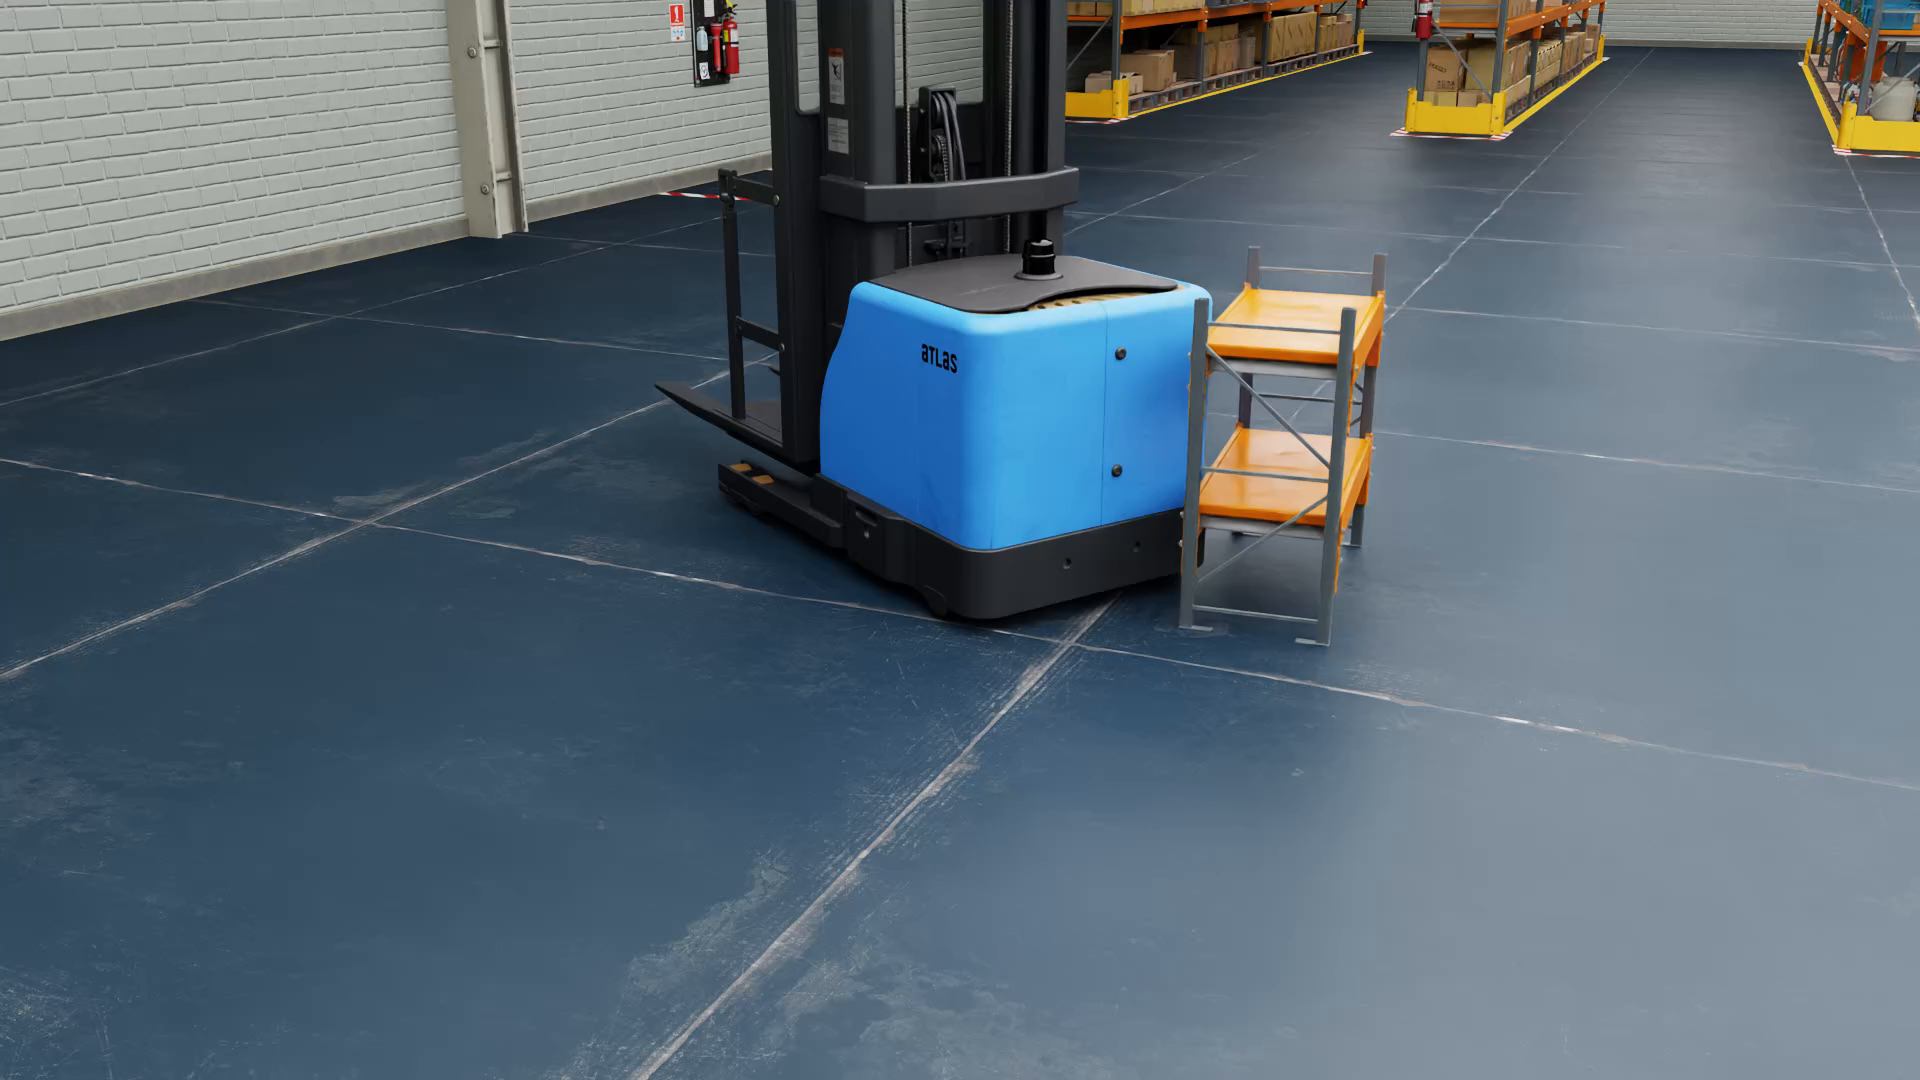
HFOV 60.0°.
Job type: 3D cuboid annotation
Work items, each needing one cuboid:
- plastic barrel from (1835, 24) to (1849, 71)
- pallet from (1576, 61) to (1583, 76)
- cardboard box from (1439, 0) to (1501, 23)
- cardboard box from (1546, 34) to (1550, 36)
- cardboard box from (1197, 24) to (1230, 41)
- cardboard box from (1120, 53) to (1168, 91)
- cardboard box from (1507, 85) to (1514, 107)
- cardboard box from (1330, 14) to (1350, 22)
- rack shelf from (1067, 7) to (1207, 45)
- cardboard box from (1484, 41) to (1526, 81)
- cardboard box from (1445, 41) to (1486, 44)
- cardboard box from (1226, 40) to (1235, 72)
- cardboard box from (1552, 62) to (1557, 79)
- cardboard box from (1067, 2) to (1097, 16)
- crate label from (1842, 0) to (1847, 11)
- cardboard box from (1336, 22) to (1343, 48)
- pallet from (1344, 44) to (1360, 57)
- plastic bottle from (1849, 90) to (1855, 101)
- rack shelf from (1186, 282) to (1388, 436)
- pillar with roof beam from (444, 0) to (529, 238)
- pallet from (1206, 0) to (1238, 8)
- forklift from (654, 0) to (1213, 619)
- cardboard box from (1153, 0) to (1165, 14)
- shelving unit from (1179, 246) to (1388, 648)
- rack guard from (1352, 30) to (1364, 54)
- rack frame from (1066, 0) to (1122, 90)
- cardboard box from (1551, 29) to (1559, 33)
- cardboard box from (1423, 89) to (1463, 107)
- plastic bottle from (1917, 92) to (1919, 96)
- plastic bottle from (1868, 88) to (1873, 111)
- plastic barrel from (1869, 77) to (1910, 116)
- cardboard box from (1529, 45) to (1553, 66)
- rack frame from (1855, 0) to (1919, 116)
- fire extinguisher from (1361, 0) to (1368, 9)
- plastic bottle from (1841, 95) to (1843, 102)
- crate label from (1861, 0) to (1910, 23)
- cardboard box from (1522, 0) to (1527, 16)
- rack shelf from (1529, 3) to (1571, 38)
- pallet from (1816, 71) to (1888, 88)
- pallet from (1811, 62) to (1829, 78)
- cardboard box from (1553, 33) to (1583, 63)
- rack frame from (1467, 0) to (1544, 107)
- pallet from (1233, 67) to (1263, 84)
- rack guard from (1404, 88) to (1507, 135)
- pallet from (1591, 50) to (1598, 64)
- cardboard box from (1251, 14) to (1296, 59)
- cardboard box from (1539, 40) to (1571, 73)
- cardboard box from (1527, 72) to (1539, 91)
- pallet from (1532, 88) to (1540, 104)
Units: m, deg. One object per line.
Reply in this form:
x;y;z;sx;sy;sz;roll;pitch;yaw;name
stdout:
15.109;-8.364;28.015;0.600;0.901;0.708;9;21;23;plastic barrel
10.821;-8.648;30.471;1.003;0.211;1.213;9;21;23;pallet
6.408;-6.735;20.782;0.700;0.500;0.500;9;21;23;cardboard box
10.279;-8.814;29.851;0.500;0.500;0.500;9;21;23;cardboard box
4.217;-8.504;27.858;0.500;0.250;0.500;8;21;22;cardboard box
2.630;-6.846;24.317;0.700;0.500;0.500;7;21;19;cardboard box
7.035;-5.889;22.029;0.500;0.250;0.500;9;21;23;cardboard box
8.051;-11.073;35.263;0.380;0.149;0.250;9;22;24;cardboard box
2.504;-7.498;24.150;1.077;0.370;4.000;9;21;23;rack shelf
7.436;-6.549;22.766;0.500;0.500;0.500;9;21;23;cardboard box
6.959;-6.621;22.968;0.500;0.500;0.500;9;21;23;cardboard box
4.219;-8.176;28.057;0.700;0.500;0.500;8;21;22;cardboard box
9.281;-7.543;26.679;0.500;0.250;0.500;8;21;22;cardboard box
1.699;-7.334;22.809;0.500;0.250;0.500;9;21;23;cardboard box
13.345;-8.062;24.609;0.502;0.435;0.616;9;21;23;crate label
7.631;-10.603;34.909;0.700;0.500;0.500;8;21;21;cardboard box
7.981;-10.548;35.813;1.003;0.211;1.213;9;21;23;pallet
11.106;-5.454;20.725;0.061;0.283;0.133;9;22;24;plastic bottle
1.145;-0.645;5.730;0.538;0.278;1.000;6;21;18;rack shelf
0.196;-6.126;10.265;9.100;9.000;0.400;9;21;23;pillar with roof beam
3.768;-8.572;26.382;1.003;0.211;1.213;9;21;23;pallet
-0.344;-1.556;6.471;1.130;2.935;3.031;-12;23;-31;forklift
2.588;-7.586;23.517;0.500;0.250;0.500;8;21;22;cardboard box
1.145;-0.369;5.828;0.538;1.125;1.048;6;21;18;shelving unit
8.247;-10.947;36.503;1.175;0.500;0.348;9;21;23;rack guard
1.685;-7.226;22.311;1.000;3.000;0.127;9;21;23;rack frame
11.094;-9.458;31.662;0.500;0.500;0.500;9;21;23;cardboard box
6.156;-5.654;21.368;0.500;0.250;0.500;9;21;23;cardboard box
11.931;-5.435;20.690;0.097;0.271;0.097;0;20;0;plastic bottle
11.546;-5.623;21.212;0.152;0.276;0.135;9;21;23;plastic bottle
11.128;-5.257;19.861;0.421;0.512;0.421;0;20;0;plastic barrel
8.868;-7.499;25.718;0.500;0.311;0.500;9;22;24;cardboard box
10.723;-5.867;18.488;1.000;3.000;0.127;9;21;23;rack frame
8.719;-11.888;36.091;0.296;0.674;0.183;9;21;23;fire extinguisher
11.747;-5.879;22.042;0.097;0.201;0.097;0;20;0;plastic bottle
11.230;-6.483;20.169;0.502;0.435;0.616;9;21;23;crate label
7.458;-7.519;22.984;0.700;0.500;0.500;8;21;22;cardboard box
8.663;-8.043;25.680;1.077;0.370;4.000;9;21;23;rack shelf
14.785;-7.617;27.571;1.003;0.211;1.213;9;21;23;pallet
15.903;-8.451;29.917;1.003;0.211;1.213;9;21;23;pallet
10.969;-8.905;30.106;0.500;0.500;0.500;9;21;23;cardboard box
7.844;-7.770;23.841;1.000;3.000;0.127;9;21;23;rack frame
4.639;-8.119;28.983;1.003;0.211;1.213;9;21;23;pallet
6.196;-5.362;20.801;1.175;0.500;0.348;9;21;23;rack guard
12.401;-9.857;33.872;1.003;0.211;1.213;9;21;23;pallet
5.746;-9.330;30.809;0.750;0.750;0.750;8;21;22;cardboard box
9.929;-8.122;27.905;0.500;0.500;0.500;10;22;25;cardboard box
8.235;-6.762;24.482;0.500;0.250;0.500;8;21;21;cardboard box
8.110;-6.687;24.956;1.003;0.211;1.213;9;21;23;pallet
